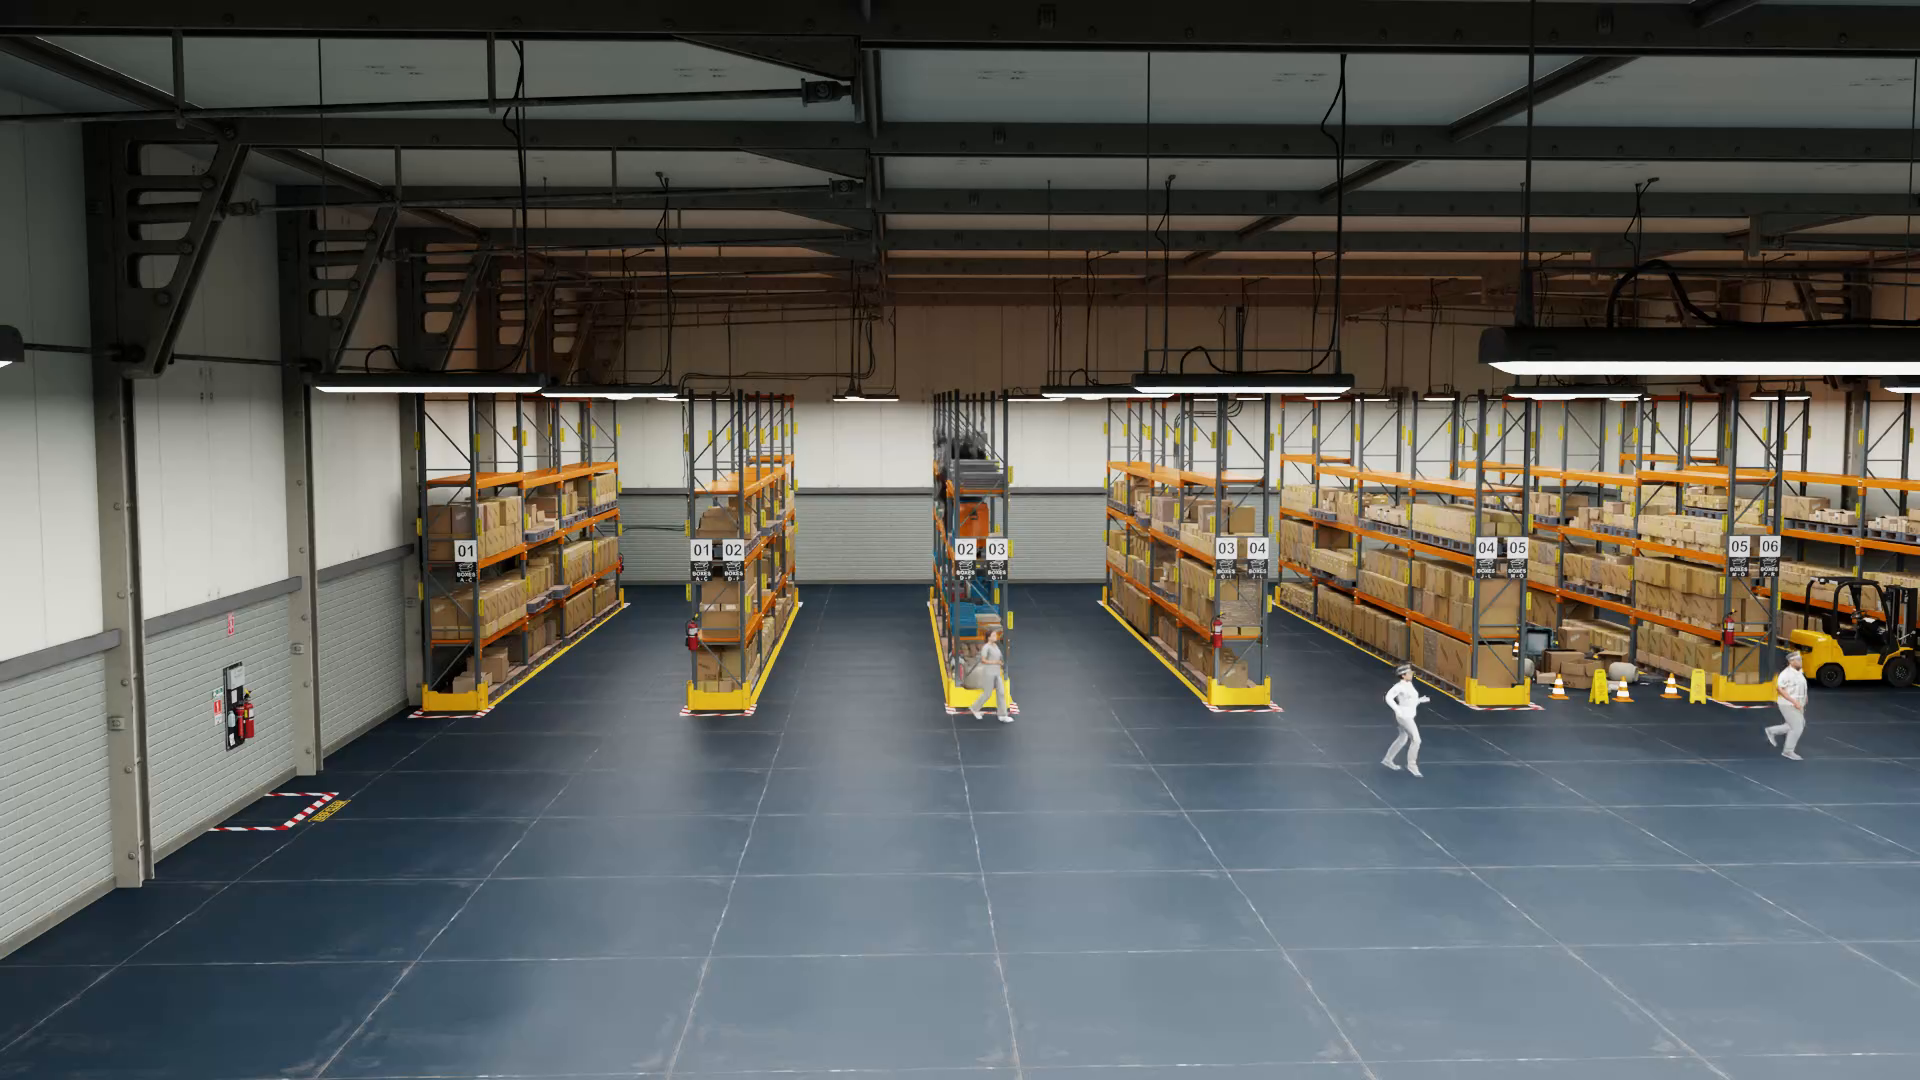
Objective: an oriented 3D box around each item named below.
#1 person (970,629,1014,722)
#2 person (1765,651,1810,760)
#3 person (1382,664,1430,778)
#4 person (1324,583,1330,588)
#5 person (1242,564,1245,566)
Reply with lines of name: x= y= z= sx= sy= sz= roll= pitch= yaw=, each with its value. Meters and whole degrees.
person: x=0.566 y=2.422 z=29.930 sx=0.876 sy=1.655 sz=0.581 roll=3 pitch=6 yaw=35
person: x=13.457 y=2.656 z=27.024 sx=0.669 sy=1.770 sz=0.599 roll=-4 pitch=6 yaw=-41
person: x=6.891 y=2.783 z=25.698 sx=0.686 sy=1.752 sz=0.593 roll=2 pitch=5 yaw=27
person: x=11.008 y=0.978 z=49.123 sx=0.933 sy=1.444 sz=0.611 roll=0 pitch=5 yaw=-2
person: x=7.081 y=1.429 z=41.906 sx=0.668 sy=1.786 sz=0.892 roll=0 pitch=5 yaw=-3
